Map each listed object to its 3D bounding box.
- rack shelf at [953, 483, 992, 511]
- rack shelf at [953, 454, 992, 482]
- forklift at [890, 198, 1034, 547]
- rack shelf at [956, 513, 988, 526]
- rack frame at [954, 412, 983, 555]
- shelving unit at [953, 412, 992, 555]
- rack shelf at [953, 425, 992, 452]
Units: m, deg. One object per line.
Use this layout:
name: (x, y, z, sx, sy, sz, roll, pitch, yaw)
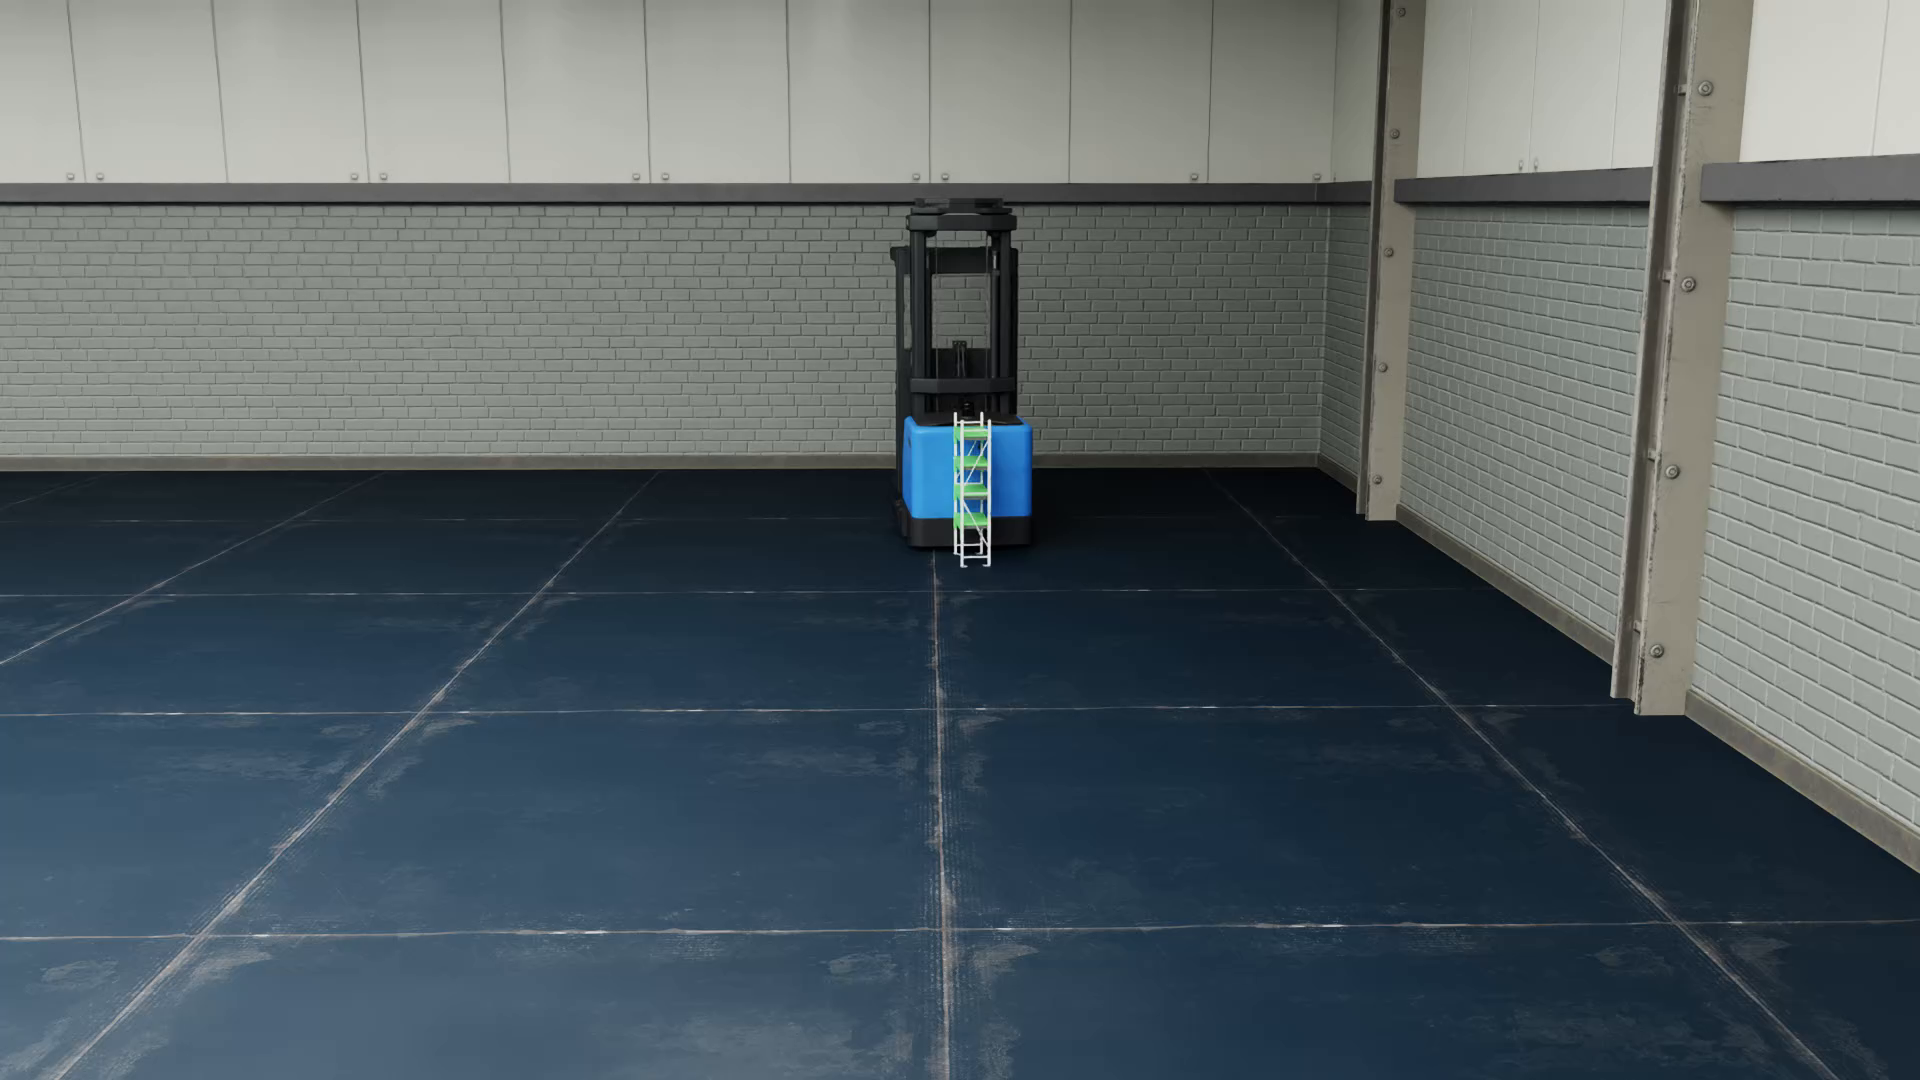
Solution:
rack shelf: (0.100, -0.354, 13.607, 0.258, 0.148, 0.480, -1, 12, -6)
rack shelf: (0.100, -0.589, 13.559, 0.258, 0.148, 0.480, -1, 12, -6)
forklift: (-0.056, -1.616, 15.154, 1.130, 2.935, 3.031, -1, 12, -6)
rack shelf: (0.100, -0.171, 13.644, 0.221, 0.021, 0.457, -1, 12, -6)
rack frame: (0.072, -0.465, 13.832, 0.240, 1.200, 0.015, -1, 12, -6)
shelving unit: (0.099, -0.418, 13.600, 0.258, 1.200, 0.492, -1, 12, -6)
rack shelf: (0.100, -0.824, 13.511, 0.258, 0.148, 0.480, -1, 12, -6)
